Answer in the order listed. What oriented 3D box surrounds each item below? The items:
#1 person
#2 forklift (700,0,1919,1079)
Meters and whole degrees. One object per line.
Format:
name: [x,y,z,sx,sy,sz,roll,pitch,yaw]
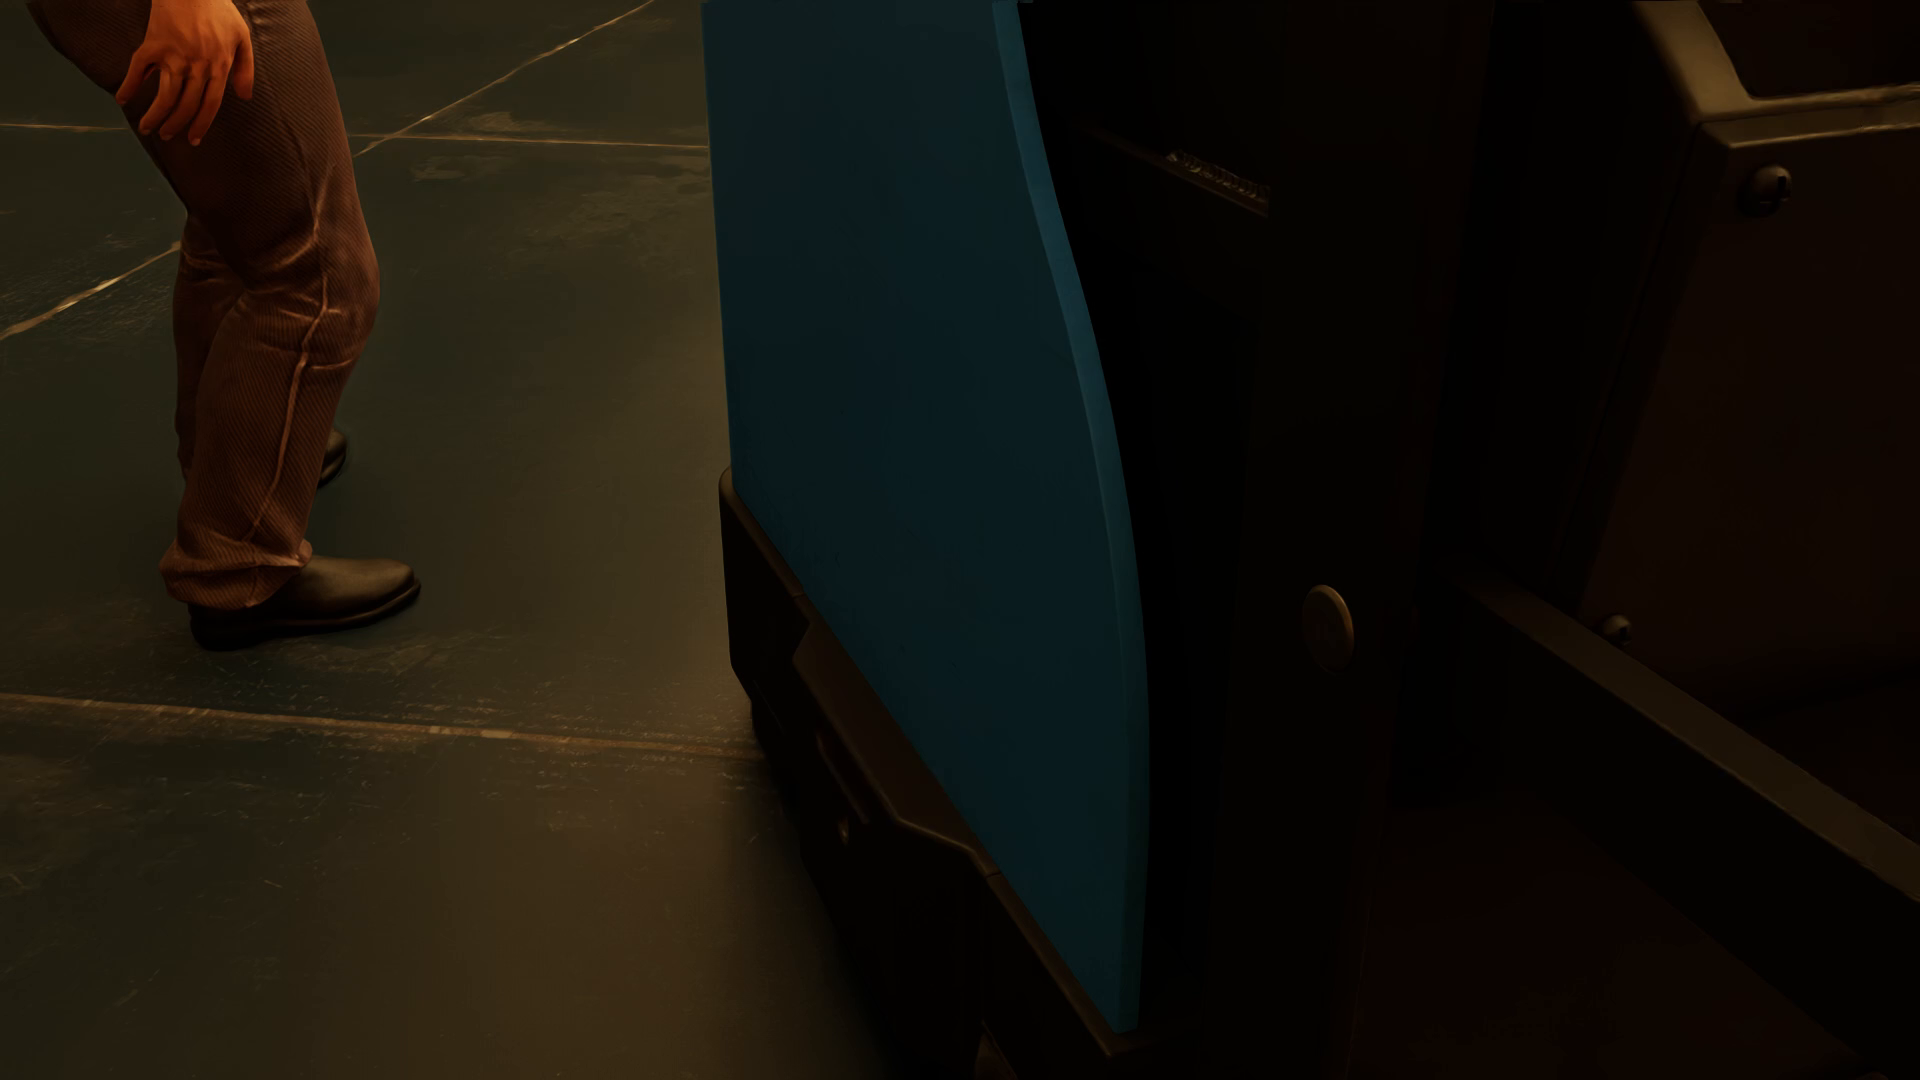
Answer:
person: [-0.961,-0.706,2.025,0.386,1.695,0.827,-18,31,-31]
forklift: [0.752,-0.597,0.414,1.130,2.935,3.031,-11,28,-20]
